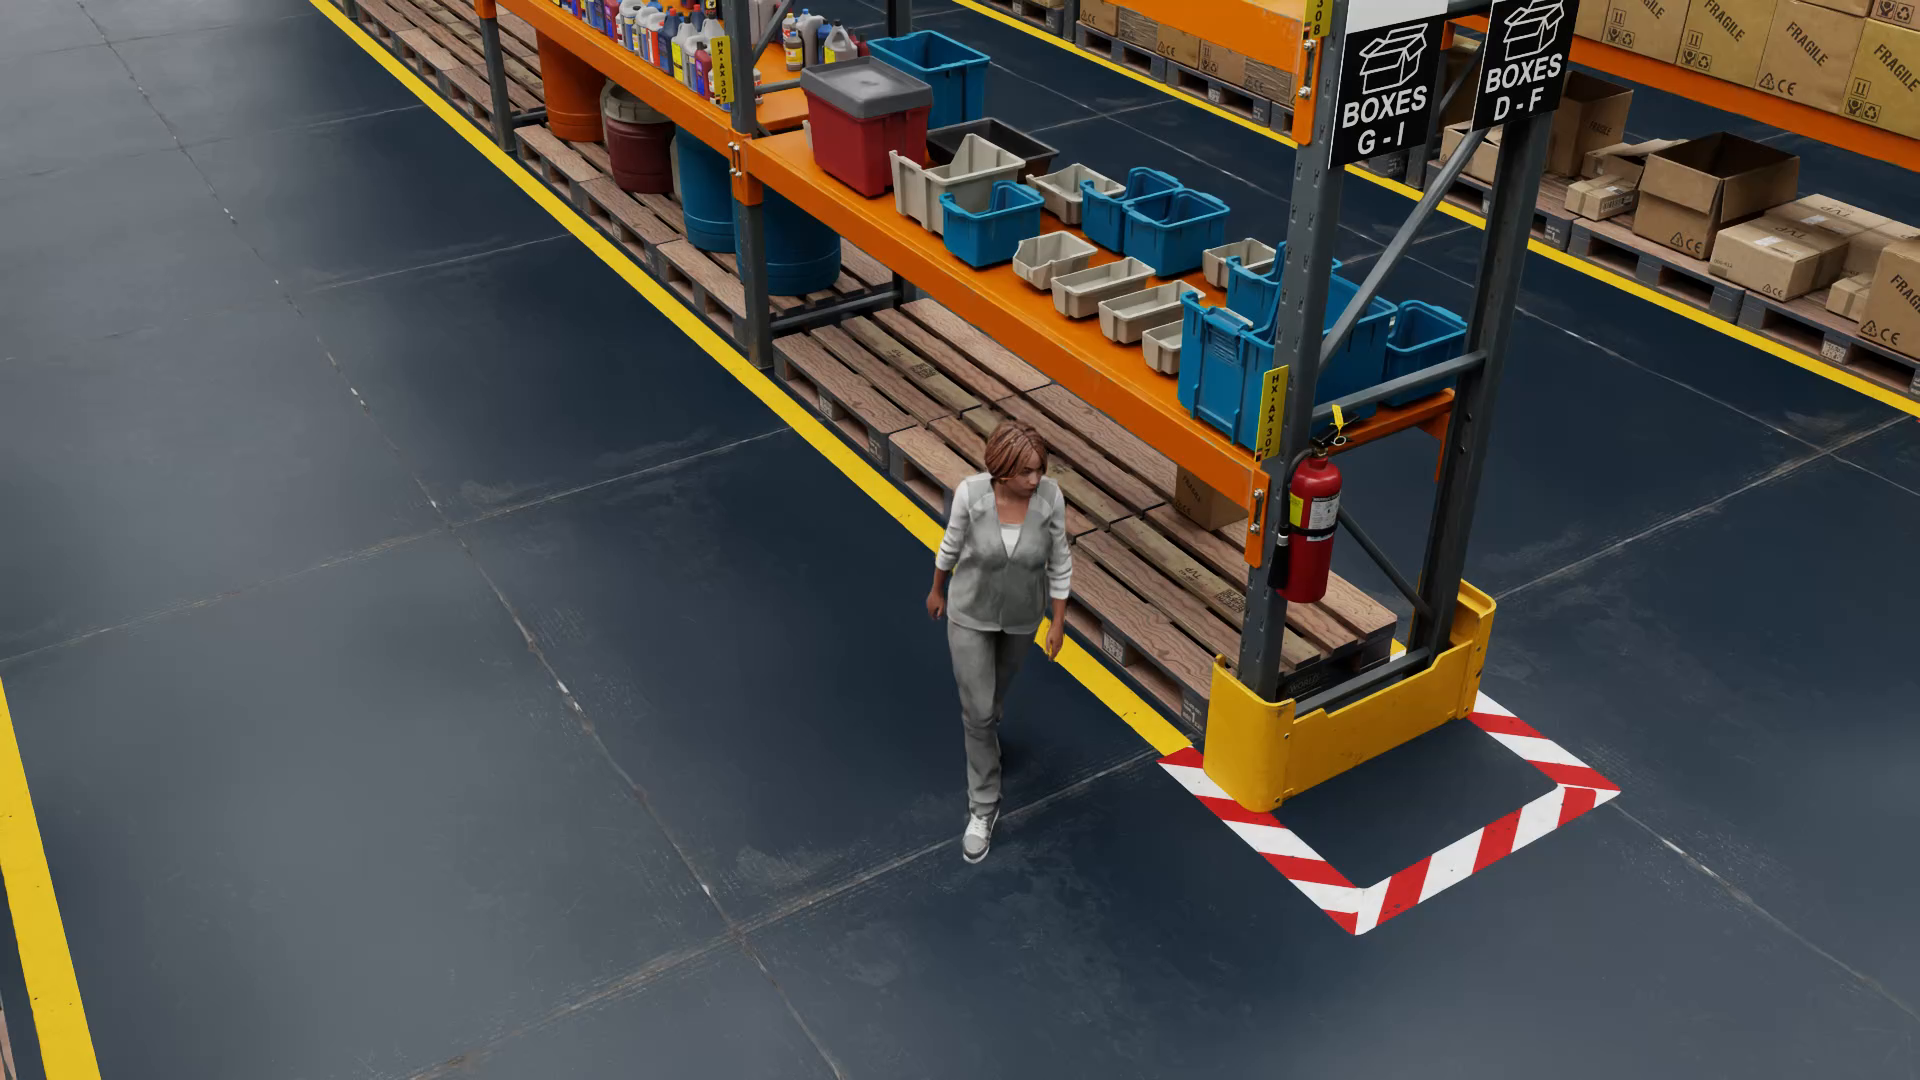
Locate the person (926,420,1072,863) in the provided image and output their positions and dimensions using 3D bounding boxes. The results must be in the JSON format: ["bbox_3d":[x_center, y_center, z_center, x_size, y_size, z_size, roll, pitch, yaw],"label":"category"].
[{"bbox_3d":[0.140,0.264,5.750,0.466,1.594,0.722,-6,34,-10],"label":"person"}]
